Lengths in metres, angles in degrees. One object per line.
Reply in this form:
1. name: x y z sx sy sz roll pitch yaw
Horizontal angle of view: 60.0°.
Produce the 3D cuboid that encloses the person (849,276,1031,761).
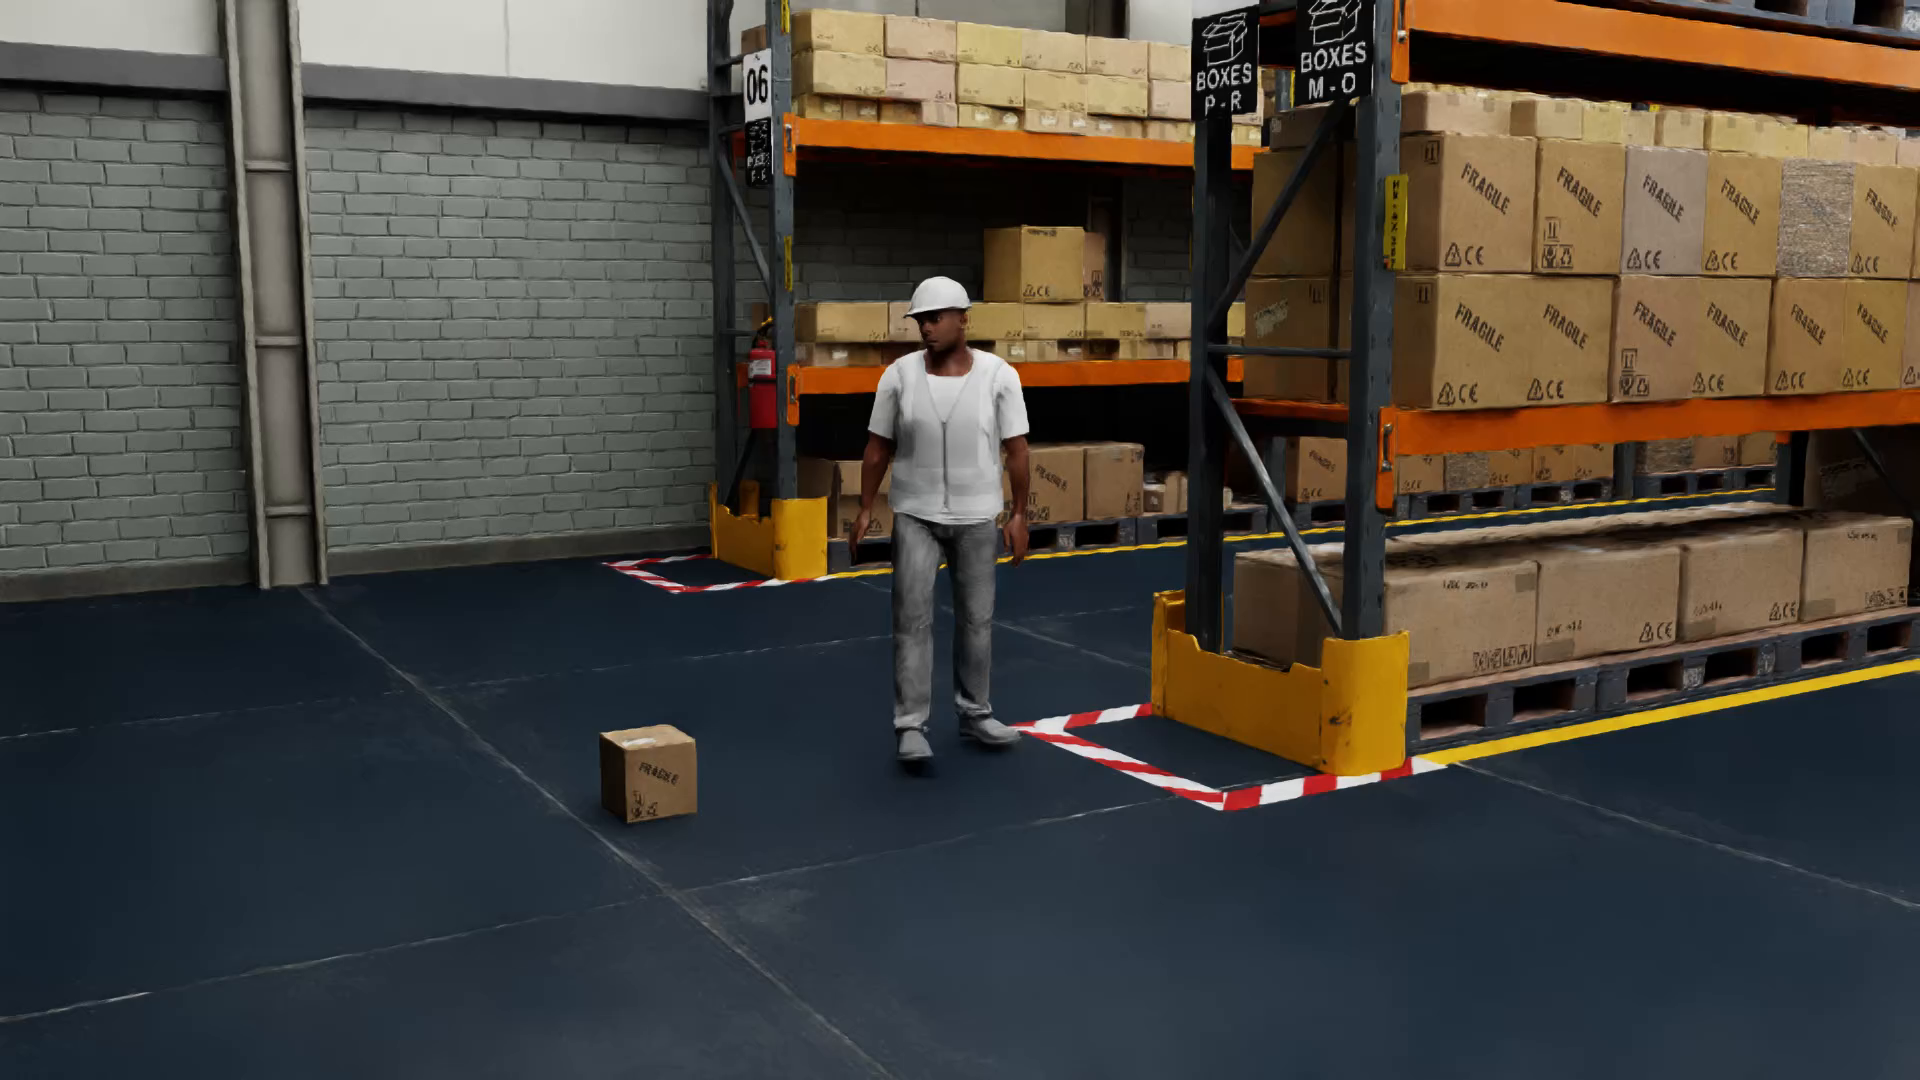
1. person: -0.074 -0.079 6.122 0.670 1.763 0.582 0 8 -2
